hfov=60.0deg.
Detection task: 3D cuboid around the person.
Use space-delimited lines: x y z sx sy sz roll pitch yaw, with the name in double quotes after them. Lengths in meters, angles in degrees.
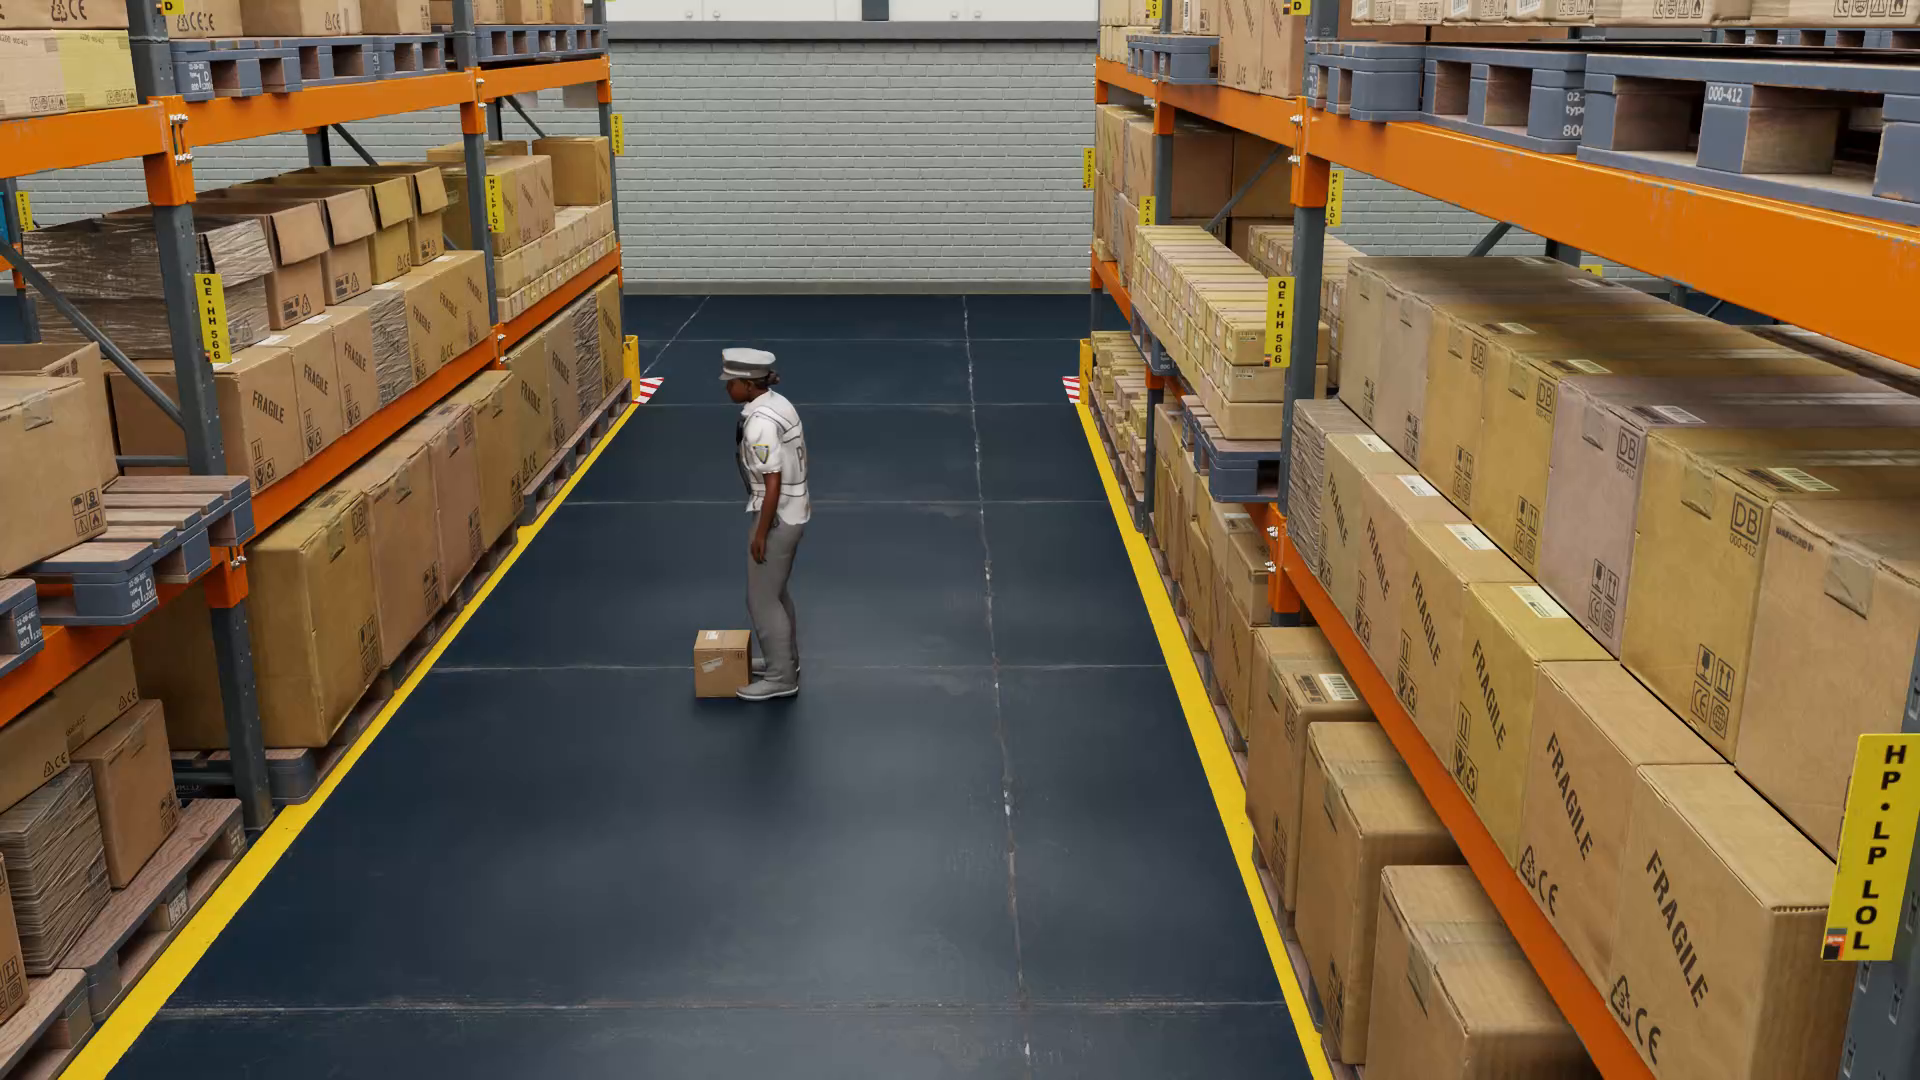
-0.900 -0.083 7.818 0.396 1.657 0.503 0 17 -1 "person"
